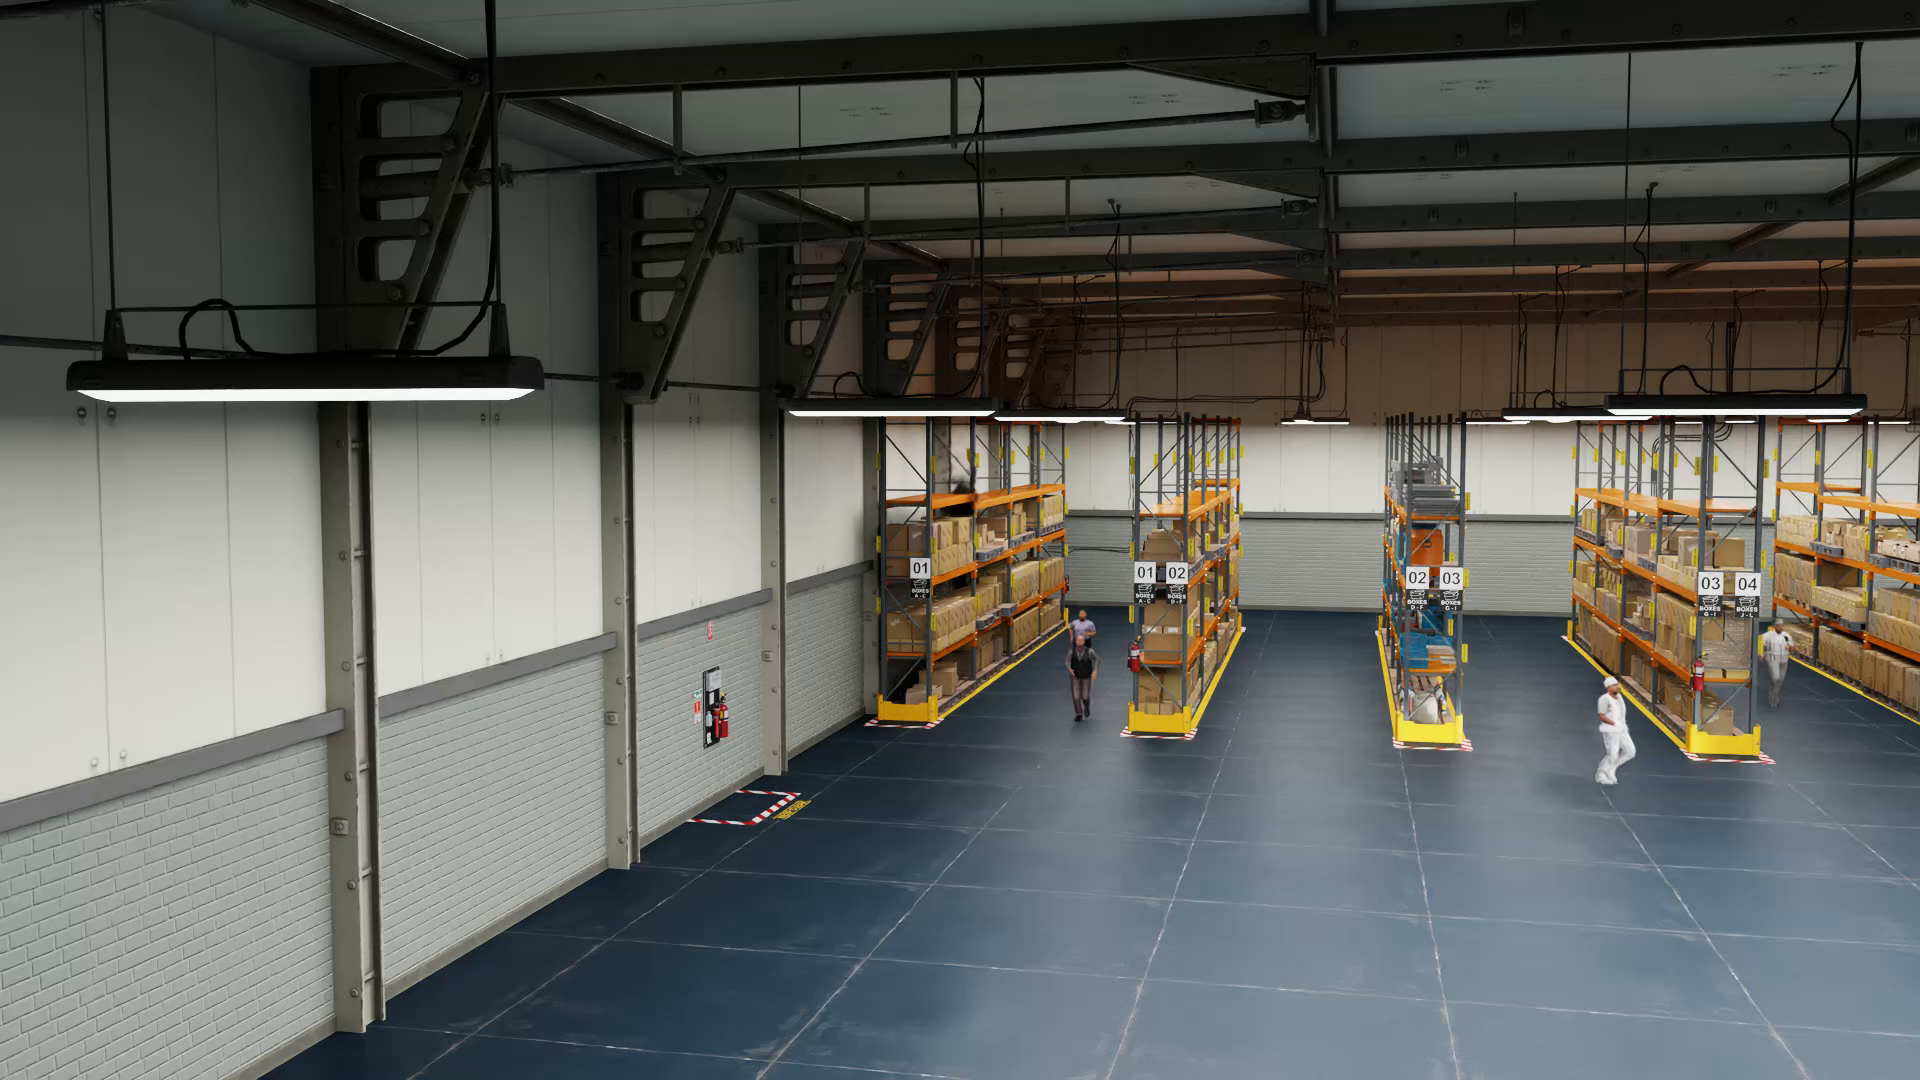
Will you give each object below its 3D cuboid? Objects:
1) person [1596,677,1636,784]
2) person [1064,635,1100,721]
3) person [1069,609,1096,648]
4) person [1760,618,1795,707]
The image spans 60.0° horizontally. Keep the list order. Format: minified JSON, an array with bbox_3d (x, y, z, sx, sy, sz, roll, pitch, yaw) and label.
[{"bbox_3d":[10.476,3.048,26.568,0.695,1.736,0.590,-3,5,-39],"label":"person"},{"bbox_3d":[2.361,2.694,32.369,0.680,1.684,0.586,1,4,10],"label":"person"},{"bbox_3d":[2.737,2.410,37.191,0.603,1.555,0.921,0,4,5],"label":"person"},{"bbox_3d":[16.850,2.528,34.288,0.631,1.852,0.768,0,4,1],"label":"person"}]
